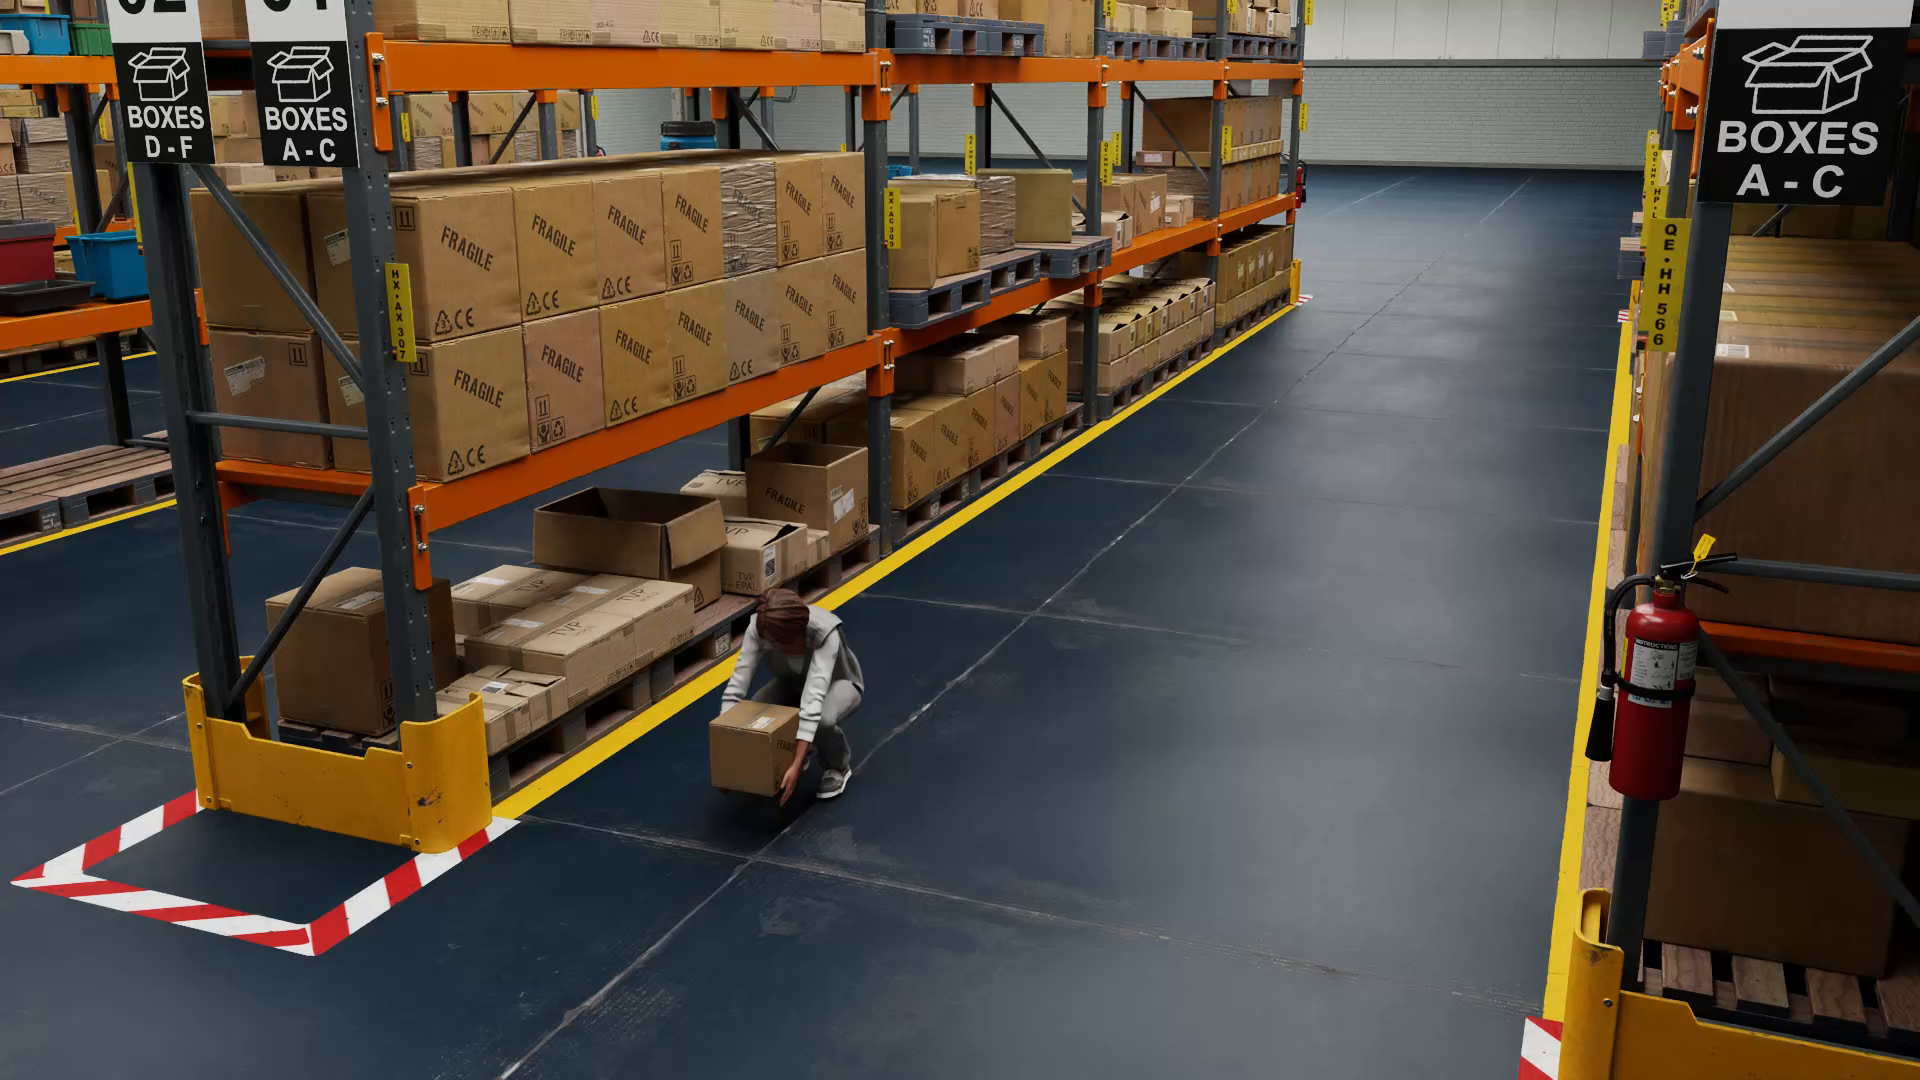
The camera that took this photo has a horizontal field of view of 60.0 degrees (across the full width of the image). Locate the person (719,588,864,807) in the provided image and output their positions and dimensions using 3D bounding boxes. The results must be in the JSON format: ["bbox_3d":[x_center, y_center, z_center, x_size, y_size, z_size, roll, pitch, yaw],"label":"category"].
[{"bbox_3d":[-0.630,0.561,6.350,0.430,0.904,0.811,6,17,20],"label":"person"}]
